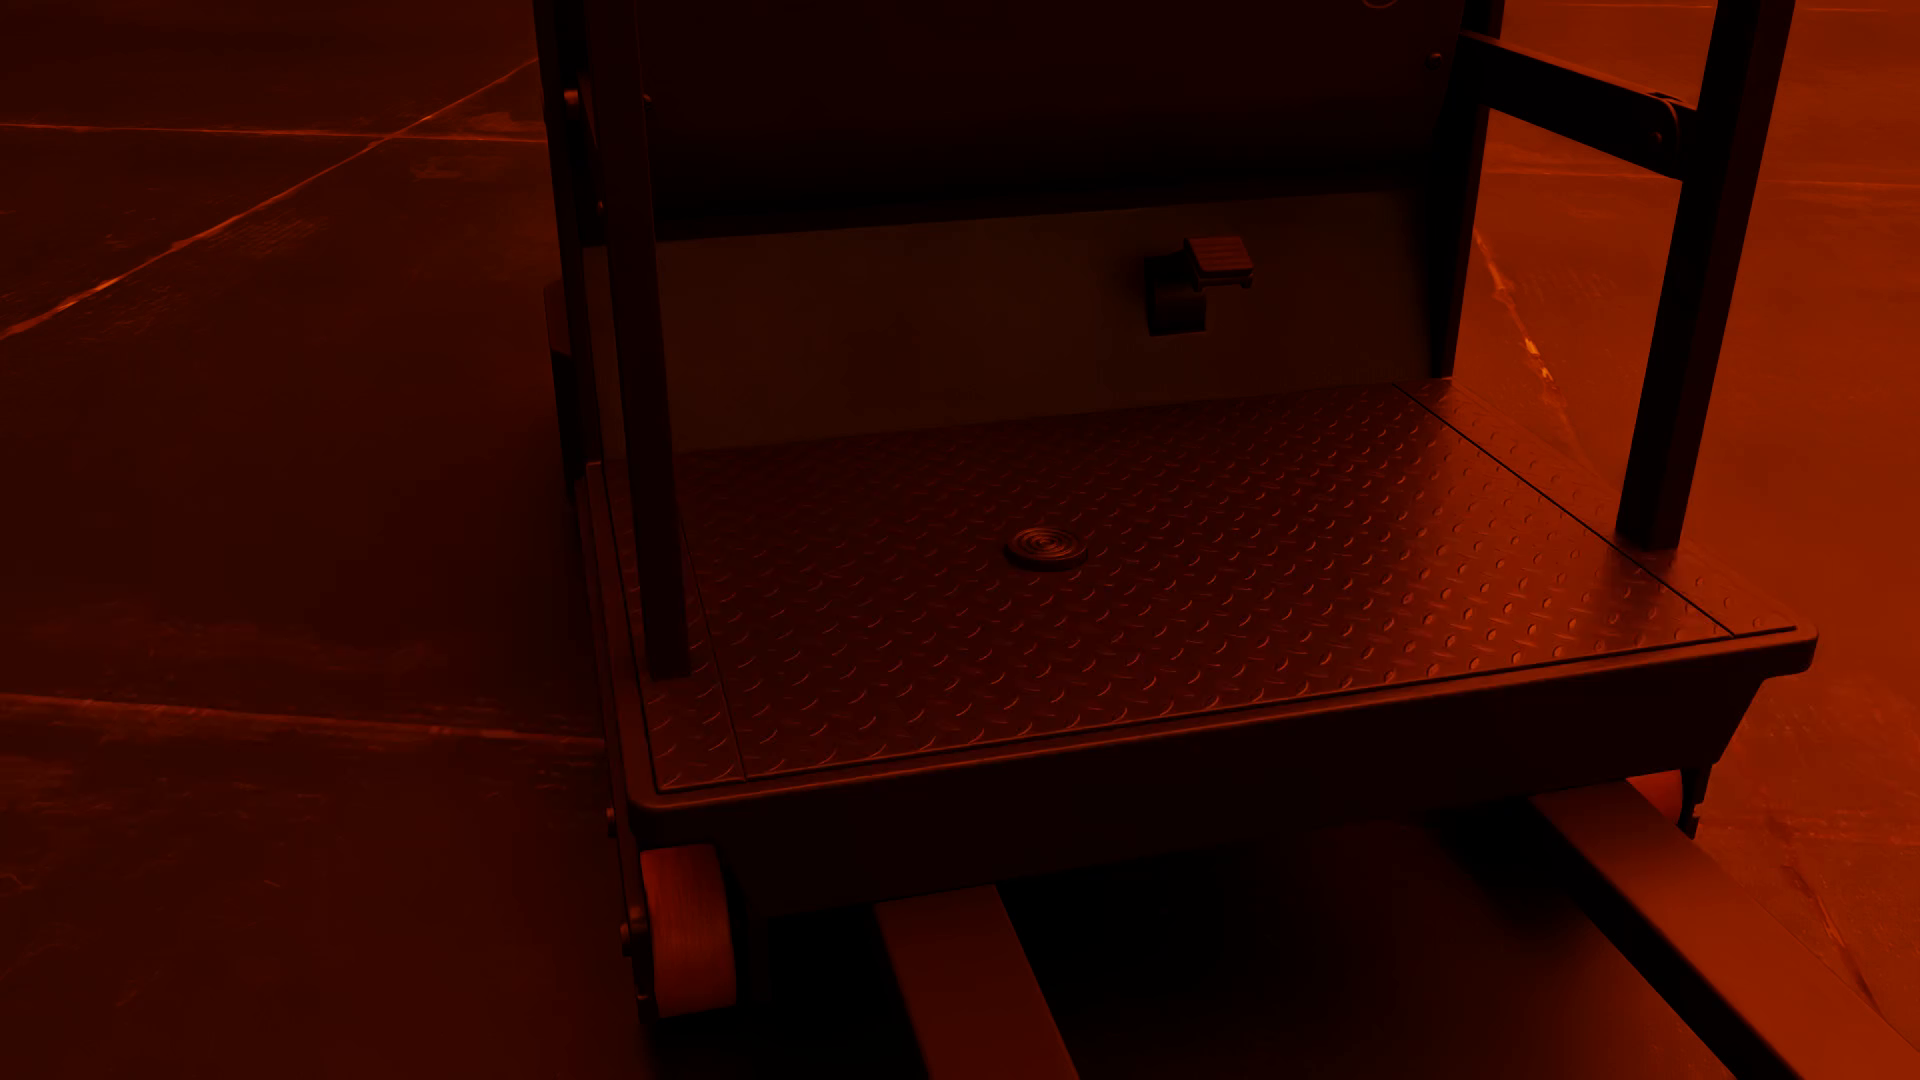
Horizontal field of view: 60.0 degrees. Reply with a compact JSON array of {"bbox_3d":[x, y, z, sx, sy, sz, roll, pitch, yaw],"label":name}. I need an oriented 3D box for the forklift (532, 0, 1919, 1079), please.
[{"bbox_3d":[0.153,-1.049,1.319,1.130,2.935,3.031,-7,27,-13],"label":"forklift"}]
